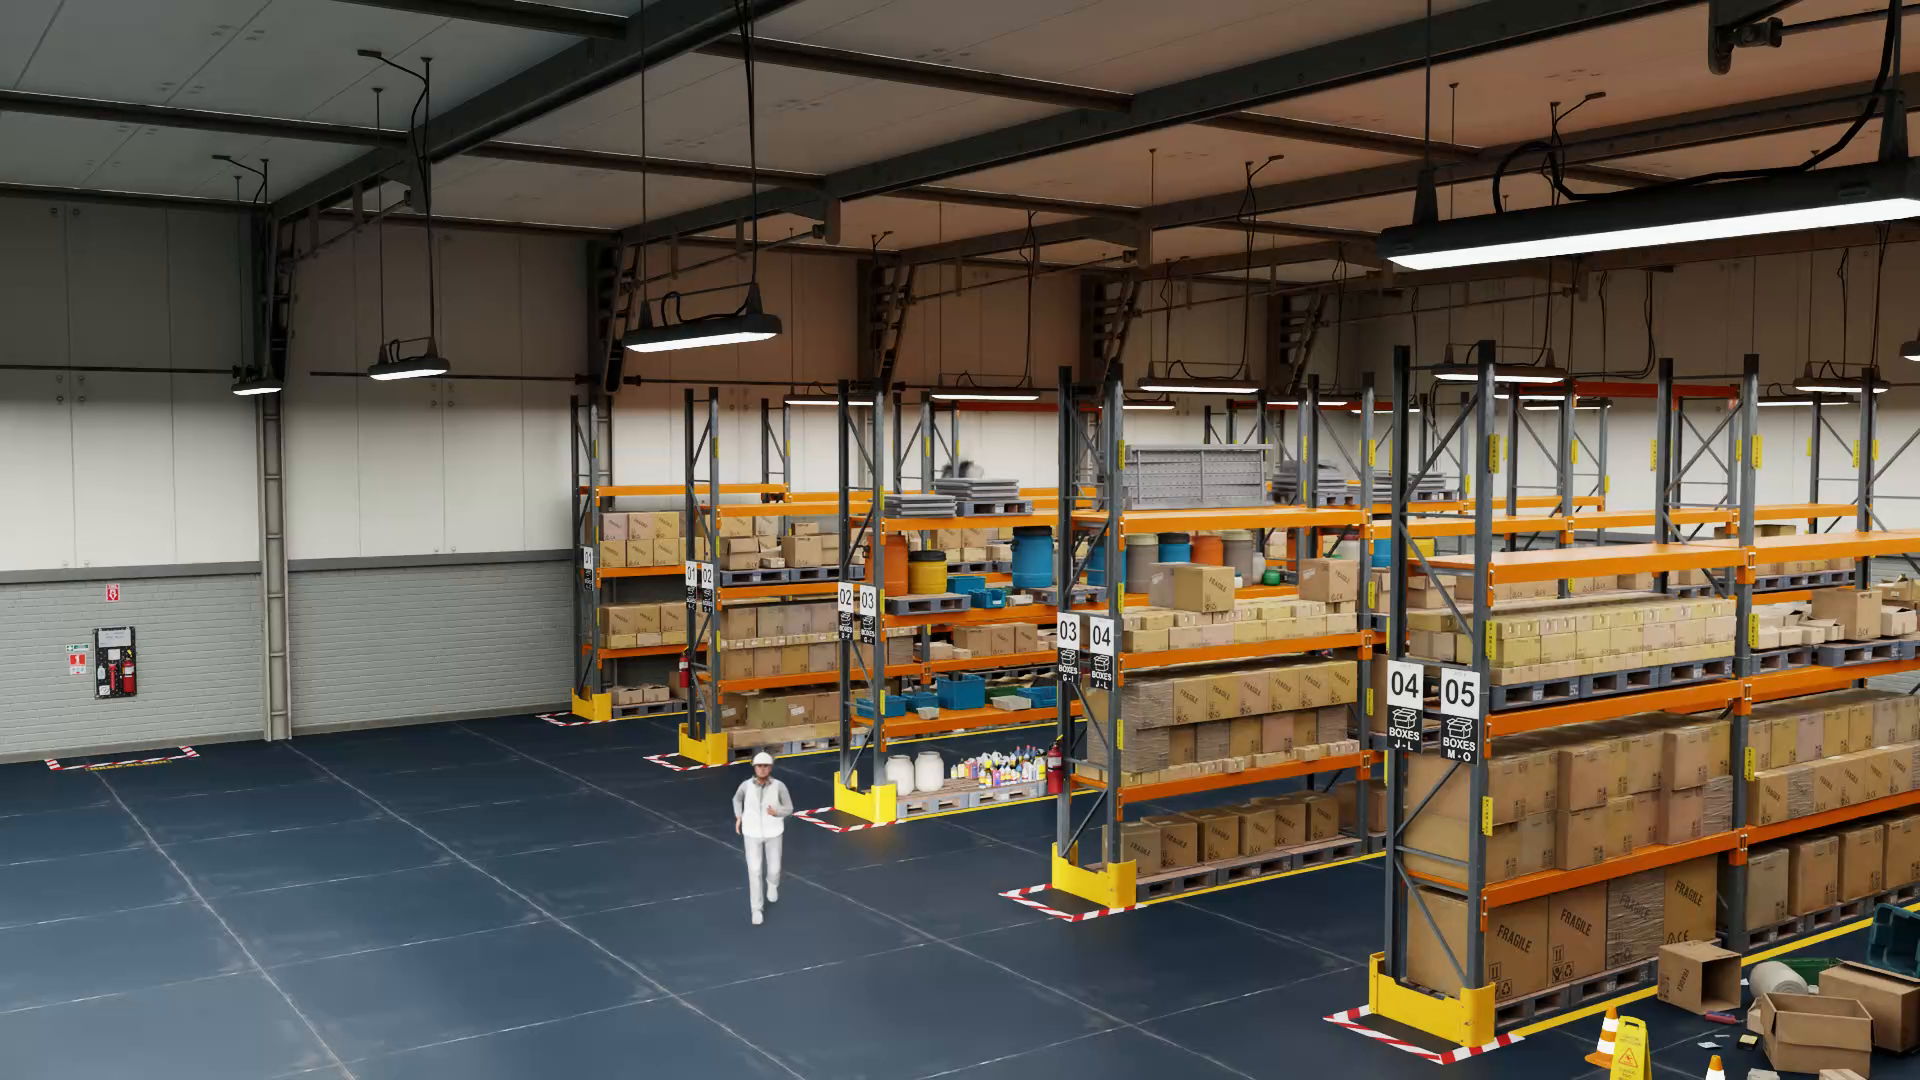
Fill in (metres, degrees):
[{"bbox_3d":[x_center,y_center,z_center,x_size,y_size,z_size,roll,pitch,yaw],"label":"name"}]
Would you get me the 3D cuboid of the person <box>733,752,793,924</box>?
[{"bbox_3d":[-2.134,3.175,18.010,0.659,1.752,0.968,0,3,-6],"label":"person"}]
